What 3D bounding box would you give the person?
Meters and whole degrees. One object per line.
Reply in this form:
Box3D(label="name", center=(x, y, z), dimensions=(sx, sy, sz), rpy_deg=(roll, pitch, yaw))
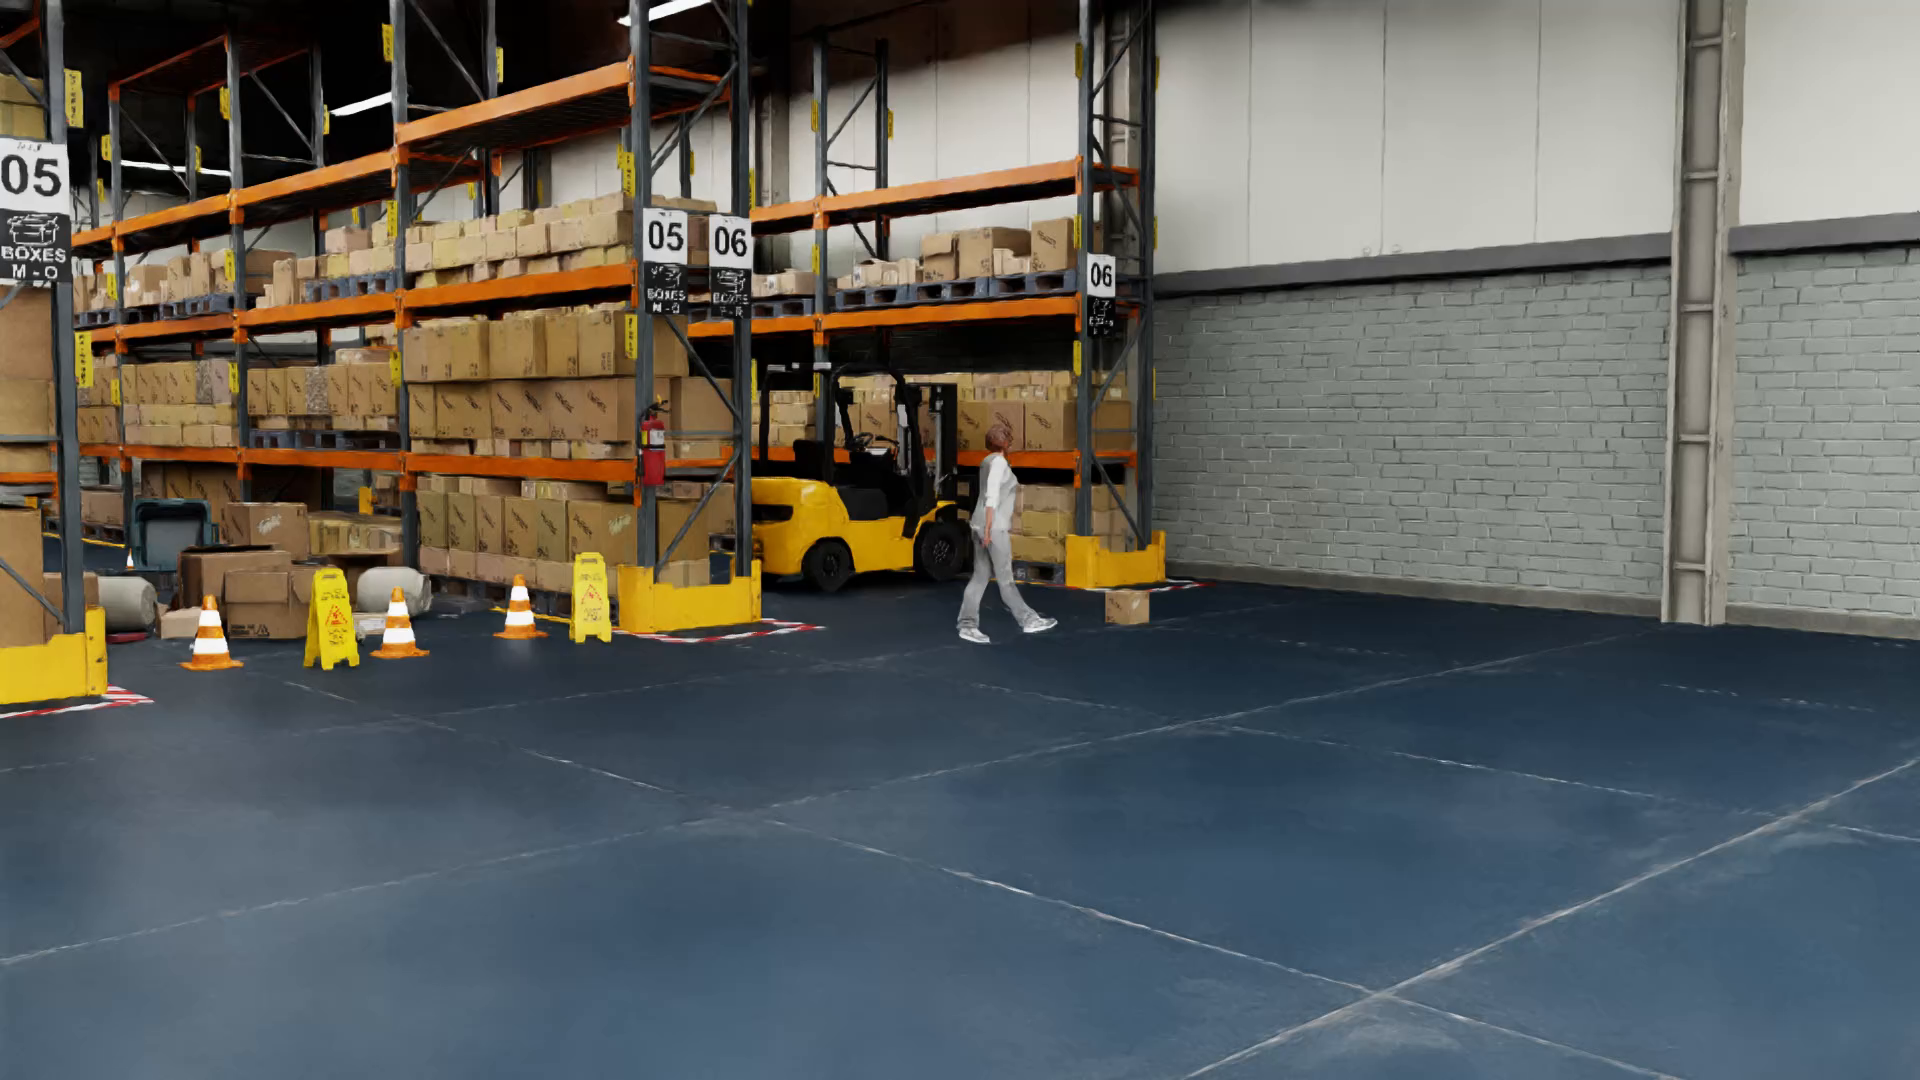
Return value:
Box3D(label="person", center=(0.331, -0.057, 12.150), dimensions=(0.752, 1.577, 0.460), rpy_deg=(-1, 4, -16))
